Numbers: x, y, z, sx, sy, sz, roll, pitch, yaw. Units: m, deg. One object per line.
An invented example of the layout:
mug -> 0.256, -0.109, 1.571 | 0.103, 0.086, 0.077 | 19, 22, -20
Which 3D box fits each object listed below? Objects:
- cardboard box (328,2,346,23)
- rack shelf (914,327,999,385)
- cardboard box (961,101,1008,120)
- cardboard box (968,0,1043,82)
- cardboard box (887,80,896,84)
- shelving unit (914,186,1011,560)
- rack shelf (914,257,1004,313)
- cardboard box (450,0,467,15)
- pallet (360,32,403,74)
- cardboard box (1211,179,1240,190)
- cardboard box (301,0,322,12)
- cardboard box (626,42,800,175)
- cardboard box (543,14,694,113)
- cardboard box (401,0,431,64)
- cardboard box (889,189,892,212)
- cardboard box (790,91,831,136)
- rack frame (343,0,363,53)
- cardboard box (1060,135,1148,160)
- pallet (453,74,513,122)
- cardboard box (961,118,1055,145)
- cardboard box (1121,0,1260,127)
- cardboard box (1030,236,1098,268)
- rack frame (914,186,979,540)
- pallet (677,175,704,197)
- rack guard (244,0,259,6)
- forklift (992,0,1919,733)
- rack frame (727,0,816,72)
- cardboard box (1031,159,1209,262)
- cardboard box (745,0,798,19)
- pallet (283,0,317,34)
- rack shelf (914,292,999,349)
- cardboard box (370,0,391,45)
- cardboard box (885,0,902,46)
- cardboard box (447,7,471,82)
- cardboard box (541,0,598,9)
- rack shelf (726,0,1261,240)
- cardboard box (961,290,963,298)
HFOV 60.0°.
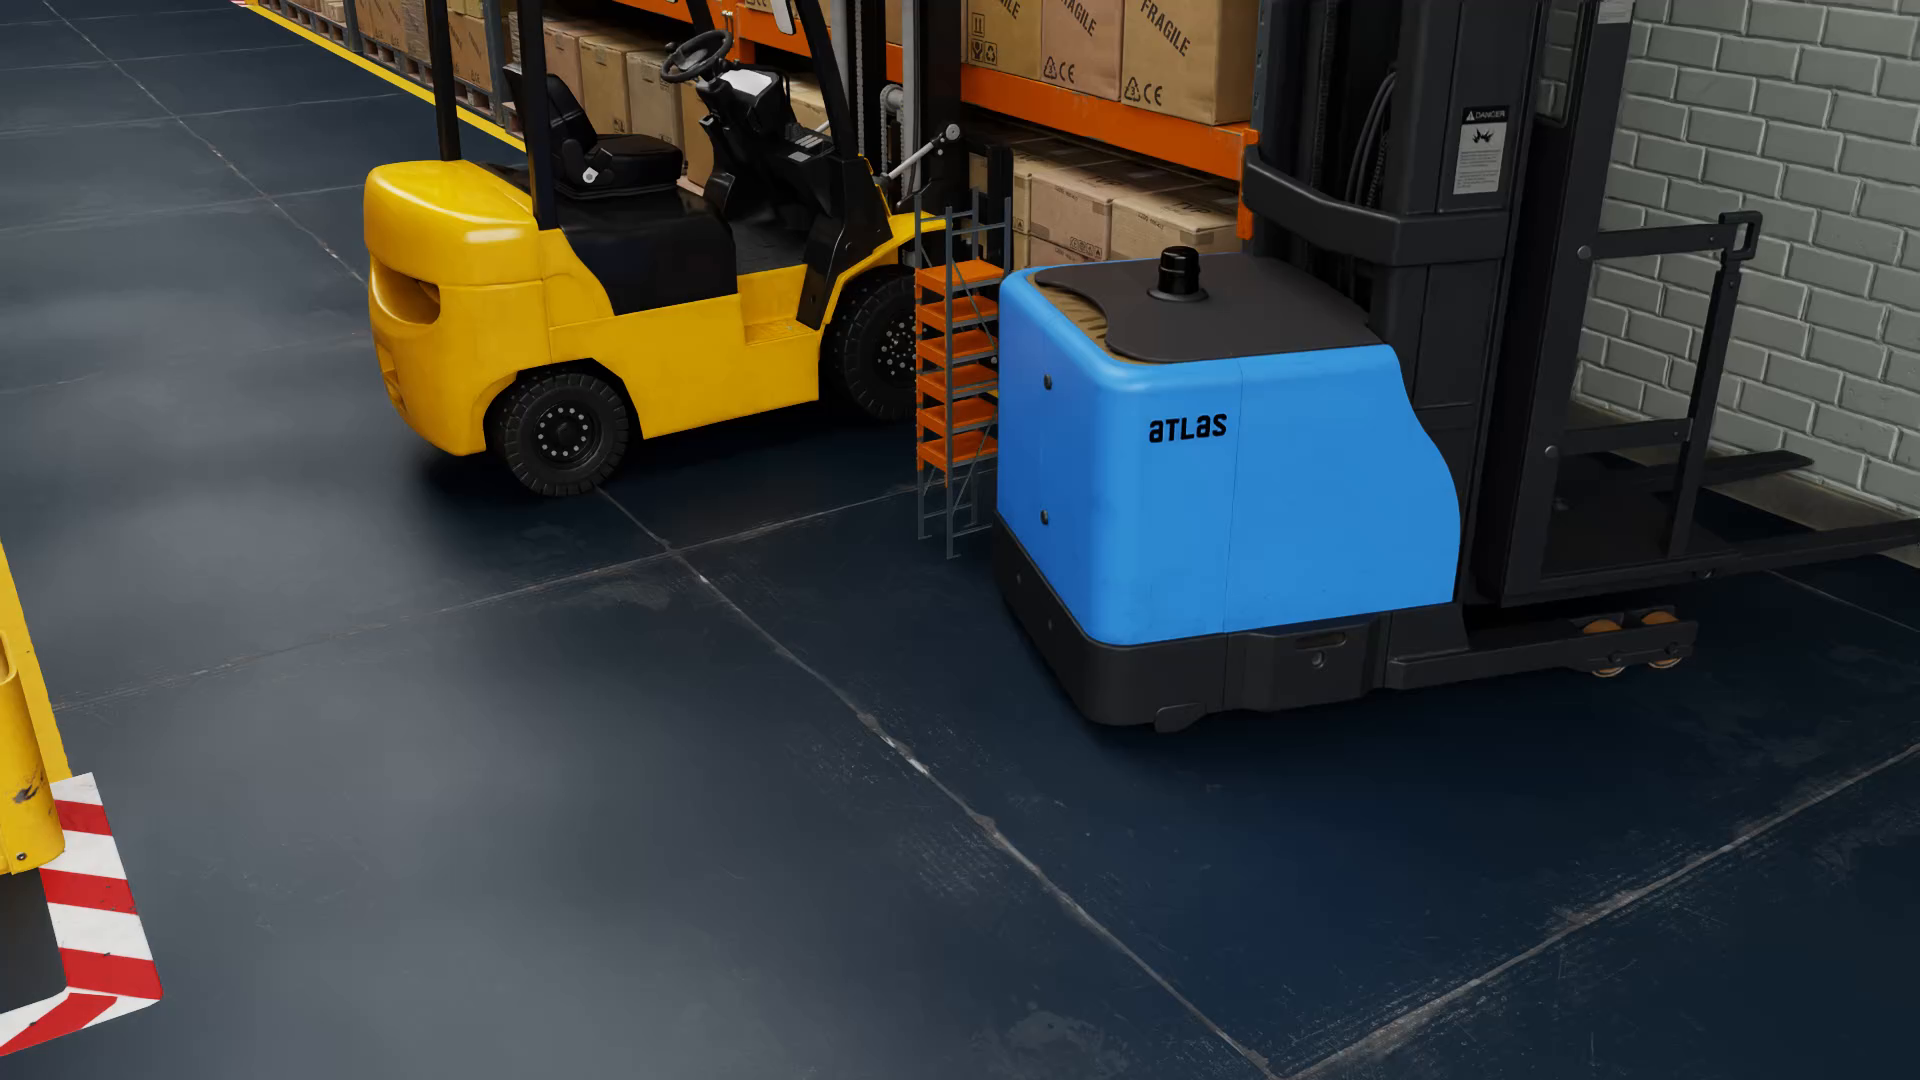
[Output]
cardboard box -> -5.681, -4.954, 15.579 | 0.380, 0.149, 0.250 | -17, 30, -31
rack shelf -> 0.008, -0.606, 5.451 | 0.258, 0.103, 0.180 | -16, 29, -30
cardboard box -> 0.221, -1.967, 7.961 | 0.500, 0.250, 0.500 | -15, 29, -29
cardboard box -> 0.376, -2.162, 6.698 | 0.500, 0.500, 0.500 | -16, 30, -31
cardboard box -> -0.333, -2.329, 8.728 | 0.500, 0.250, 0.500 | -15, 29, -29
shelving unit -> 0.008, -0.537, 5.483 | 0.258, 1.200, 0.189 | -16, 29, -30
rack shelf -> 0.008, -0.823, 5.348 | 0.258, 0.103, 0.180 | -16, 29, -30
cardboard box -> -3.604, -4.053, 12.498 | 0.380, 0.149, 0.250 | -17, 30, -32
pallet -> -4.655, -4.380, 14.780 | 1.003, 0.211, 1.213 | -16, 29, -30
cardboard box -> 1.316, -1.245, 6.432 | 0.500, 0.250, 0.500 | -16, 30, -30
cardboard box -> -6.059, -5.486, 16.294 | 0.700, 0.500, 0.500 | -17, 30, -31
cardboard box -> -1.475, -2.641, 10.120 | 0.875, 0.625, 0.625 | -16, 30, -30
cardboard box -> -2.255, -3.150, 11.199 | 0.875, 0.625, 0.625 | -14, 29, -28
cardboard box -> -4.210, -4.202, 13.574 | 0.500, 0.500, 0.500 | -17, 30, -31
cardboard box -> -0.217, -1.627, 7.826 | 0.500, 0.250, 0.500 | -16, 30, -30
cardboard box -> -0.492, -2.029, 8.091 | 0.500, 0.250, 0.500 | -15, 29, -29
rack frame -> -5.131, -5.923, 14.782 | 1.000, 3.000, 0.127 | -16, 29, -30
cardboard box -> 0.776, -1.605, 7.193 | 0.500, 0.250, 0.500 | -16, 30, -30
pallet -> -3.323, -3.507, 12.931 | 1.003, 0.211, 1.213 | -16, 29, -30
cardboard box -> 0.070, -1.664, 7.318 | 0.500, 0.250, 0.500 | -16, 30, -31
cardboard box -> 0.931, -1.791, 5.912 | 0.500, 0.500, 0.500 | -16, 30, -31
cardboard box -> 0.628, -1.086, 6.681 | 0.500, 0.250, 0.500 | -16, 30, -30
rack frame -> -0.042, -0.570, 5.552 | 0.240, 1.200, 0.006 | -16, 29, -30
pallet -> -1.198, -2.055, 9.855 | 1.003, 0.211, 1.213 | -16, 29, -30
rack guard -> -7.273, -6.196, 18.289 | 1.175, 0.500, 0.348 | -16, 29, -30
forklift -> 1.679, -1.132, 4.715 | 3.031, 2.935, 1.130 | -7, 26, -14
rack frame -> -0.764, -3.061, 8.721 | 1.000, 3.000, 0.127 | -16, 29, -30
cardboard box -> 0.624, -1.303, 6.553 | 0.500, 0.250, 0.500 | -15, 29, -29
cardboard box -> -0.740, -2.887, 8.235 | 0.500, 0.500, 0.500 | -16, 30, -31
pallet -> -6.175, -5.344, 16.824 | 1.003, 0.211, 1.213 | -16, 29, -30
rack shelf -> 0.008, -0.714, 5.399 | 0.258, 0.103, 0.180 | -16, 29, -30
cardboard box -> -4.756, -4.569, 14.350 | 0.500, 0.500, 0.500 | -16, 30, -30
cardboard box -> -0.164, -2.524, 7.465 | 0.500, 0.500, 0.500 | -16, 30, -30
cardboard box -> -3.623, -3.834, 12.794 | 0.500, 0.500, 0.500 | -16, 30, -30
cardboard box -> -2.971, -4.104, 12.606 | 0.380, 0.149, 0.250 | -14, 29, -27
rack shelf -> 0.328, -2.021, 7.359 | 1.077, 0.370, 4.000 | -16, 29, -30
cardboard box -> 0.067, -1.213, 7.535 | 0.500, 0.250, 0.500 | -15, 29, -28
